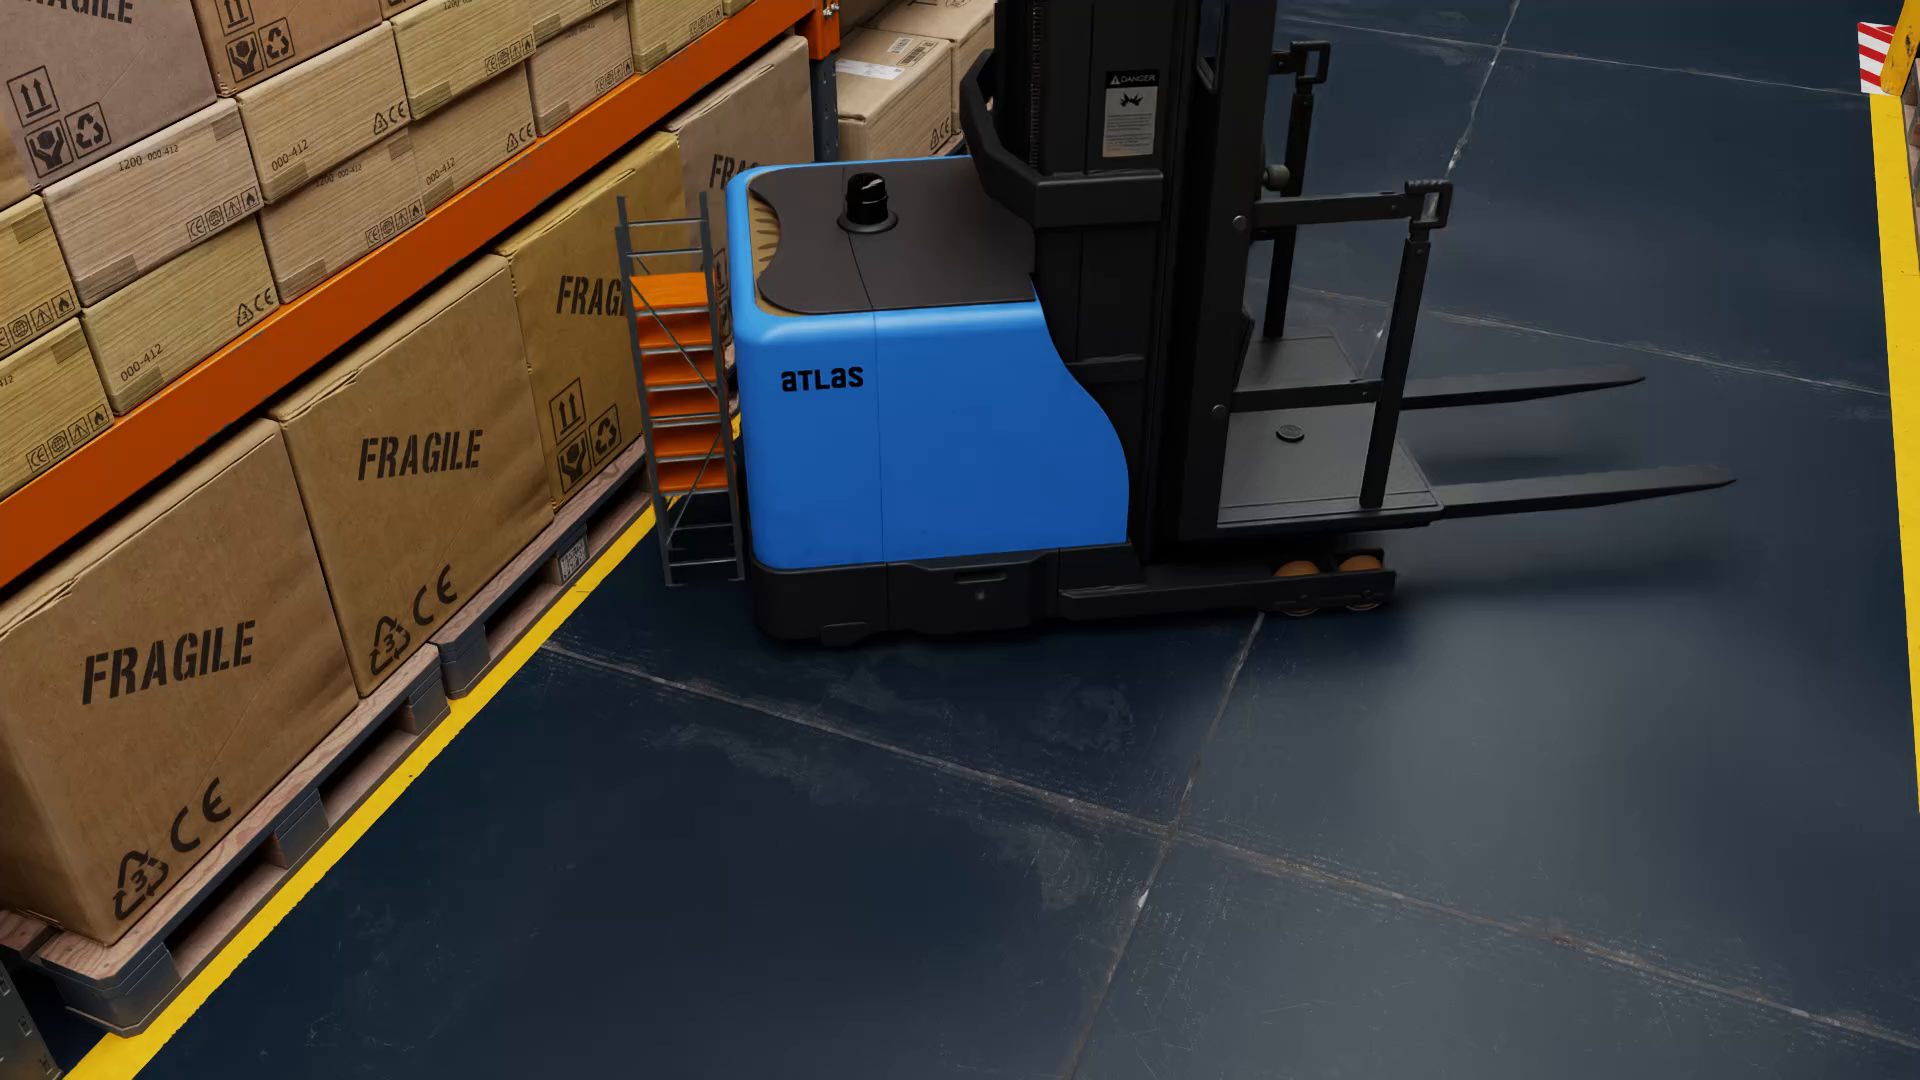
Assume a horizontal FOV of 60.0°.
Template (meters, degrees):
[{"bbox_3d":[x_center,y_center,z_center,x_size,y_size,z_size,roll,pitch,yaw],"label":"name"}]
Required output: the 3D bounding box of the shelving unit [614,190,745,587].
[{"bbox_3d":[-0.792,-0.402,4.785,0.258,1.200,0.189,-5,37,-6],"label":"shelving unit"}]

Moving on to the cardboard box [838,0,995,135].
[{"bbox_3d":[-0.262,-2.275,7.578,0.875,0.438,0.875,13,39,16],"label":"cardboard box"}]

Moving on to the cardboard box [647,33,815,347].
[{"bbox_3d":[-1.102,-1.270,5.868,0.875,0.875,0.875,15,39,19],"label":"cardboard box"}]

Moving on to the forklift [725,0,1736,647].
[{"bbox_3d":[0.852,-1.257,4.484,3.031,2.935,1.130,-5,37,-6],"label":"forklift"}]

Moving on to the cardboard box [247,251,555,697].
[{"bbox_3d":[-1.779,-0.273,4.534,0.875,0.875,0.875,14,39,18],"label":"cardboard box"}]

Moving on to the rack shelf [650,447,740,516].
[{"bbox_3d":[-0.790,-0.175,4.955,0.258,0.103,0.180,-5,37,-6],"label":"rack shelf"}]

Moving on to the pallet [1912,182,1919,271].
[{"bbox_3d":[4.377,-1.127,6.581,1.003,0.211,1.213,14,39,18],"label":"pallet"}]

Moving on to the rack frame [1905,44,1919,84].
[{"bbox_3d":[5.174,-3.400,7.294,1.000,3.000,0.127,14,39,18],"label":"rack frame"}]

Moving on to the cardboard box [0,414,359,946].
[{"bbox_3d":[-2.122,0.220,3.875,0.875,0.875,0.875,14,39,17],"label":"cardboard box"}]

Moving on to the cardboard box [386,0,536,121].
[{"bbox_3d":[-1.437,-1.301,4.193,0.500,0.250,0.500,15,39,19],"label":"cardboard box"}]

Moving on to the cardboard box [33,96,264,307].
[{"bbox_3d":[-1.843,-0.750,3.456,0.500,0.250,0.500,15,39,19],"label":"cardboard box"}]

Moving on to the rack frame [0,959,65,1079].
[{"bbox_3d":[-2.462,-0.100,2.878,1.000,3.000,0.127,14,39,18],"label":"rack frame"}]

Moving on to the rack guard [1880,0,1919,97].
[{"bbox_3d":[5.145,-2.357,7.986,1.175,0.500,0.348,14,39,18],"label":"rack guard"}]

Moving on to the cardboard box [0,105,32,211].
[{"bbox_3d":[-2.048,-0.758,2.840,0.500,0.500,0.500,13,39,16],"label":"cardboard box"}]

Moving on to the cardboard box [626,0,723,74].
[{"bbox_3d":[-1.072,-1.667,5.100,0.500,0.250,0.500,13,39,17],"label":"cardboard box"}]

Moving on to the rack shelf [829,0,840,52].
[{"bbox_3d":[-0.179,-3.134,7.538,1.077,0.370,4.000,14,39,18],"label":"rack shelf"}]

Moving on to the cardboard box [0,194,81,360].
[{"bbox_3d":[-2.041,-0.464,3.073,0.500,0.250,0.500,14,39,17],"label":"cardboard box"}]

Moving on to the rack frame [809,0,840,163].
[{"bbox_3d":[-0.940,-2.314,5.841,1.000,3.000,0.127,14,39,18],"label":"rack frame"}]

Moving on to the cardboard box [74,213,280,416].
[{"bbox_3d":[-1.864,-0.542,3.594,0.500,0.250,0.500,13,39,16],"label":"cardboard box"}]

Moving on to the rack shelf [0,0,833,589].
[{"bbox_3d":[-1.701,-0.919,4.575,1.077,0.370,4.000,14,39,18],"label":"rack shelf"}]

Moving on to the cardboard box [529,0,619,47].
[{"bbox_3d":[-1.258,-1.589,4.577,0.500,0.250,0.500,15,39,19],"label":"cardboard box"}]

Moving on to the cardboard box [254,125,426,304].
[{"bbox_3d":[-1.659,-0.831,3.981,0.500,0.250,0.500,15,39,19],"label":"cardboard box"}]

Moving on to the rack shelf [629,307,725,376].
[{"bbox_3d":[-0.793,-0.559,4.667,0.258,0.103,0.180,-5,37,-6],"label":"rack shelf"}]

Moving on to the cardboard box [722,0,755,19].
[{"bbox_3d":[-0.878,-1.949,5.477,0.500,0.250,0.500,13,39,17],"label":"cardboard box"}]

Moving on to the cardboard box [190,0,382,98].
[{"bbox_3d":[-1.657,-1.317,3.588,0.500,0.500,0.500,15,39,19],"label":"cardboard box"}]

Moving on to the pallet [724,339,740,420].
[{"bbox_3d":[-1.164,-0.753,6.081,1.003,0.211,1.213,14,39,18],"label":"pallet"}]

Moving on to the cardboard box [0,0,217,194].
[{"bbox_3d":[-1.868,-1.034,3.210,0.500,0.500,0.500,14,39,18],"label":"cardboard box"}]

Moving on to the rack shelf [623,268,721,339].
[{"bbox_3d":[-0.794,-0.655,4.596,0.258,0.103,0.180,-5,37,-6],"label":"rack shelf"}]

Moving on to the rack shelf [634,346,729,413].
[{"bbox_3d":[-0.792,-0.463,4.739,0.258,0.103,0.180,-5,37,-6],"label":"rack shelf"}]

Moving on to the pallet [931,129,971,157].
[{"bbox_3d":[-0.578,-1.601,7.215,1.003,0.211,1.213,14,39,18],"label":"pallet"}]

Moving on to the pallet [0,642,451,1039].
[{"bbox_3d":[-2.092,0.598,4.274,1.003,0.211,1.213,14,39,18],"label":"pallet"}]

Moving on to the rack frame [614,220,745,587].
[{"bbox_3d":[-0.779,-0.348,4.712,0.240,1.200,0.006,-5,37,-6],"label":"rack frame"}]

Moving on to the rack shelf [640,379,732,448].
[{"bbox_3d":[-0.791,-0.367,4.811,0.258,0.103,0.180,-5,37,-6],"label":"rack shelf"}]

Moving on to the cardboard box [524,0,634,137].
[{"bbox_3d":[-1.282,-1.392,4.732,0.500,0.250,0.500,13,39,17],"label":"cardboard box"}]

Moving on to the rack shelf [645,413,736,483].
[{"bbox_3d":[-0.791,-0.271,4.883,0.258,0.103,0.180,-5,37,-6],"label":"rack shelf"}]

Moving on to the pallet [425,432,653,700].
[{"bbox_3d":[-1.627,-0.075,5.174,1.003,0.211,1.213,14,39,18],"label":"pallet"}]

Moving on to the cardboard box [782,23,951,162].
[{"bbox_3d":[-0.602,-1.780,6.915,0.875,0.438,0.875,13,39,17],"label":"cardboard box"}]

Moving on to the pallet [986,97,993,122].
[{"bbox_3d":[-0.116,-2.278,8.122,1.003,0.211,1.213,14,39,18],"label":"pallet"}]

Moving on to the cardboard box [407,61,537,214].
[{"bbox_3d":[-1.475,-1.105,4.348,0.500,0.250,0.500,14,39,18],"label":"cardboard box"}]

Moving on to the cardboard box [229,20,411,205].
[{"bbox_3d":[-1.642,-1.023,3.821,0.500,0.250,0.500,14,39,18],"label":"cardboard box"}]

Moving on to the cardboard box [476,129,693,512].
[{"bbox_3d":[-1.439,-0.768,5.196,0.875,0.875,0.875,15,39,19],"label":"cardboard box"}]

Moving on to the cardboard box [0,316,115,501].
[{"bbox_3d":[-2.043,-0.253,3.209,0.500,0.250,0.500,13,39,17],"label":"cardboard box"}]

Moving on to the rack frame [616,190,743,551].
[{"bbox_3d":[-0.804,-0.457,4.857,0.240,1.200,0.006,-5,37,-6],"label":"rack frame"}]

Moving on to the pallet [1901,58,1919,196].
[{"bbox_3d":[4.842,-1.800,7.482,1.003,0.211,1.213,14,39,18],"label":"pallet"}]

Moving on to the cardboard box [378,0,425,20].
[{"bbox_3d":[-1.462,-1.596,3.961,0.500,0.500,0.500,14,39,18],"label":"cardboard box"}]
